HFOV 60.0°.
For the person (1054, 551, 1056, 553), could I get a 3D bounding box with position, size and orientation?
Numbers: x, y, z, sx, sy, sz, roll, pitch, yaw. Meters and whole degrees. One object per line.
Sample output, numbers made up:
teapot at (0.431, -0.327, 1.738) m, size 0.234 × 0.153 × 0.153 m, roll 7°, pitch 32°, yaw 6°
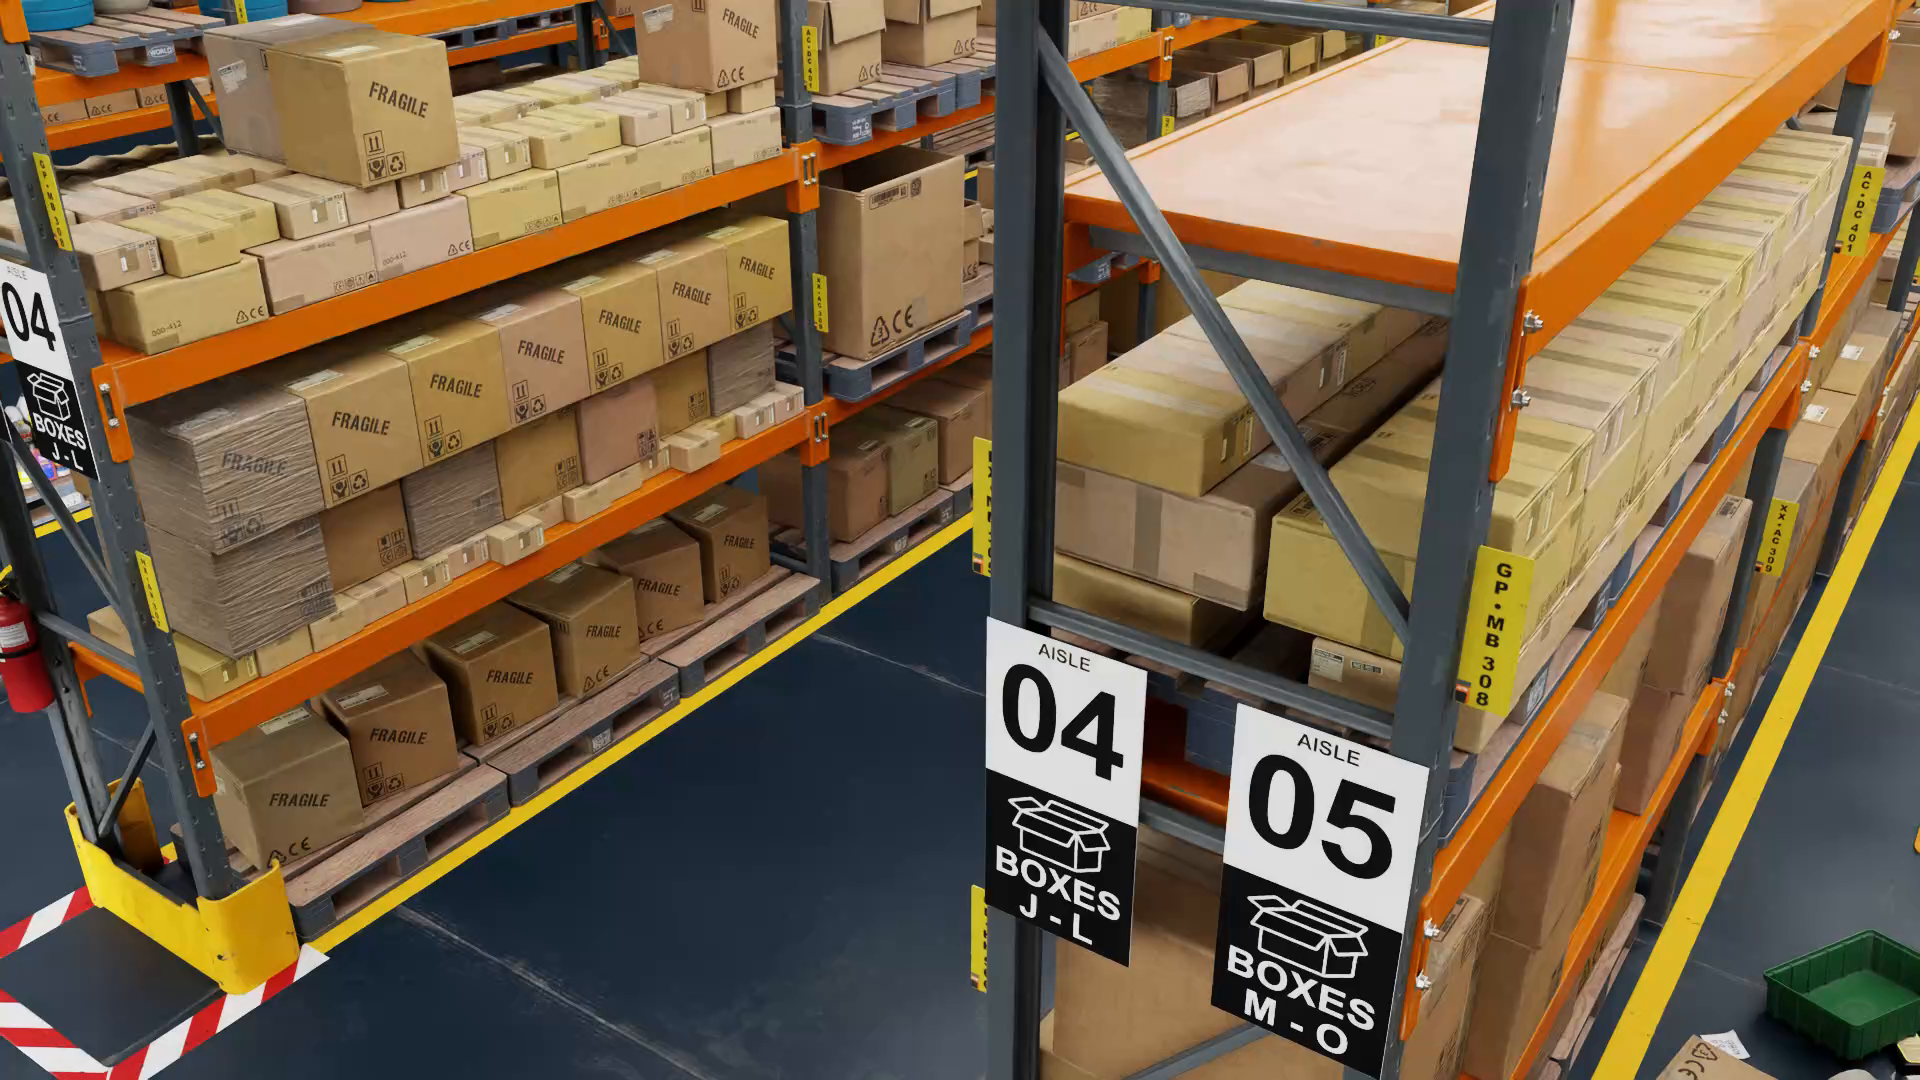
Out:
person at (0.650, 0.450, 8.969) m, size 0.869 × 0.970 × 0.402 m, roll 16°, pitch 31°, yaw 28°
